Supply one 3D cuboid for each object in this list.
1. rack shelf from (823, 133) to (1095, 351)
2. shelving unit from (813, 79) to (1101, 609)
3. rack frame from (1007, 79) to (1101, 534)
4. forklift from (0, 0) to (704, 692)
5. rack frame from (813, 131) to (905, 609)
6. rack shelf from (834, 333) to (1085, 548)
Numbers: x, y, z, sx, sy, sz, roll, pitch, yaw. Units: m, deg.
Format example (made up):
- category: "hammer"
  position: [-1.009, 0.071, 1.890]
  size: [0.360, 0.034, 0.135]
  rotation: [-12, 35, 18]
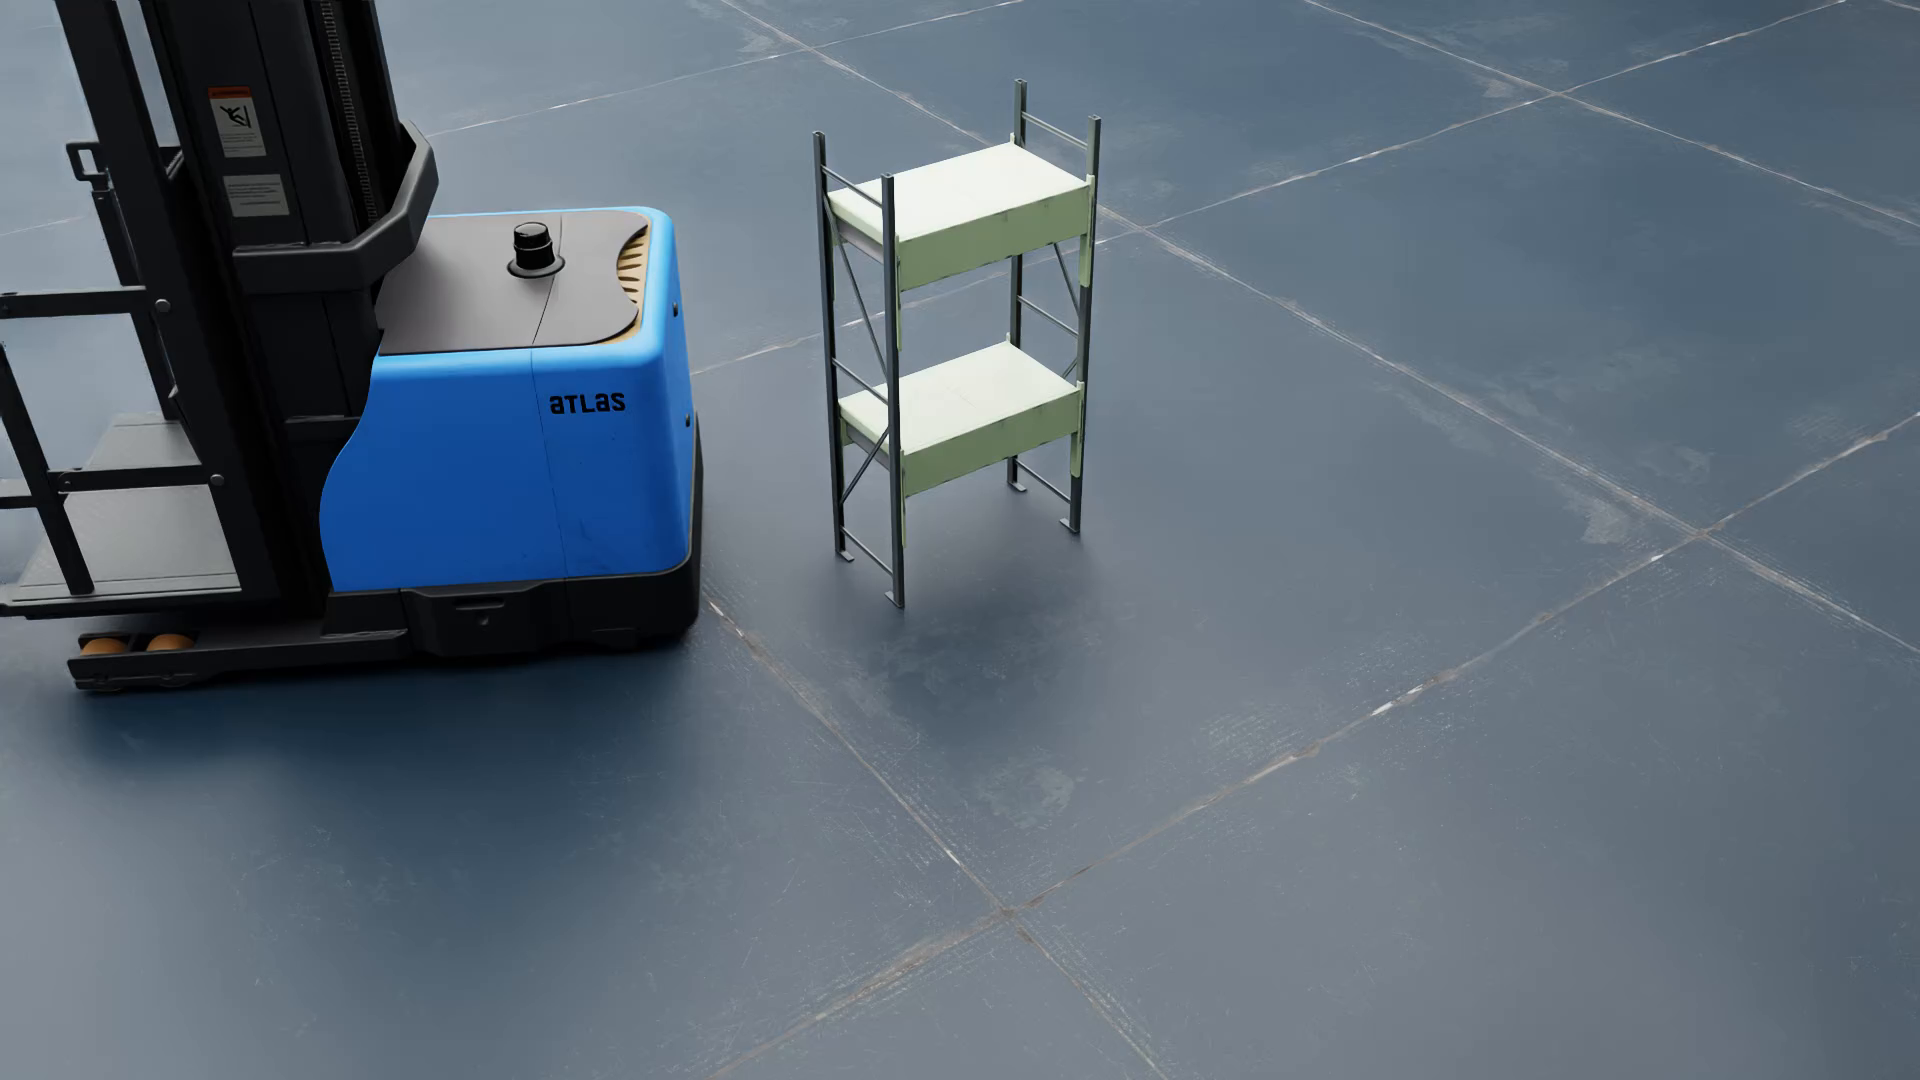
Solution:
- category: "rack shelf"
  position: [-0.005, -0.923, 5.081]
  size: [0.720, 0.370, 0.431]
  rotation: [-22, 41, -28]
- category: "shelving unit"
  position: [-0.005, -0.607, 5.309]
  size: [0.755, 1.500, 0.431]
  rotation: [-22, 41, -28]
- category: "rack frame"
  position: [0.294, -0.730, 5.480]
  size: [0.023, 1.500, 0.400]
  rotation: [-22, 41, -28]
- category: "forklift"
  position: [-2.385, -1.049, 4.699]
  size: [3.031, 2.935, 1.130]
  rotation: [-4, 36, -5]
- category: "rack frame"
  position: [-0.305, -0.484, 5.138]
  size: [0.023, 1.500, 0.400]
  rotation: [-22, 41, -28]
- category: "rack shelf"
  position: [-0.005, -0.342, 5.499]
  size: [0.720, 0.370, 0.431]
  rotation: [-22, 41, -28]
